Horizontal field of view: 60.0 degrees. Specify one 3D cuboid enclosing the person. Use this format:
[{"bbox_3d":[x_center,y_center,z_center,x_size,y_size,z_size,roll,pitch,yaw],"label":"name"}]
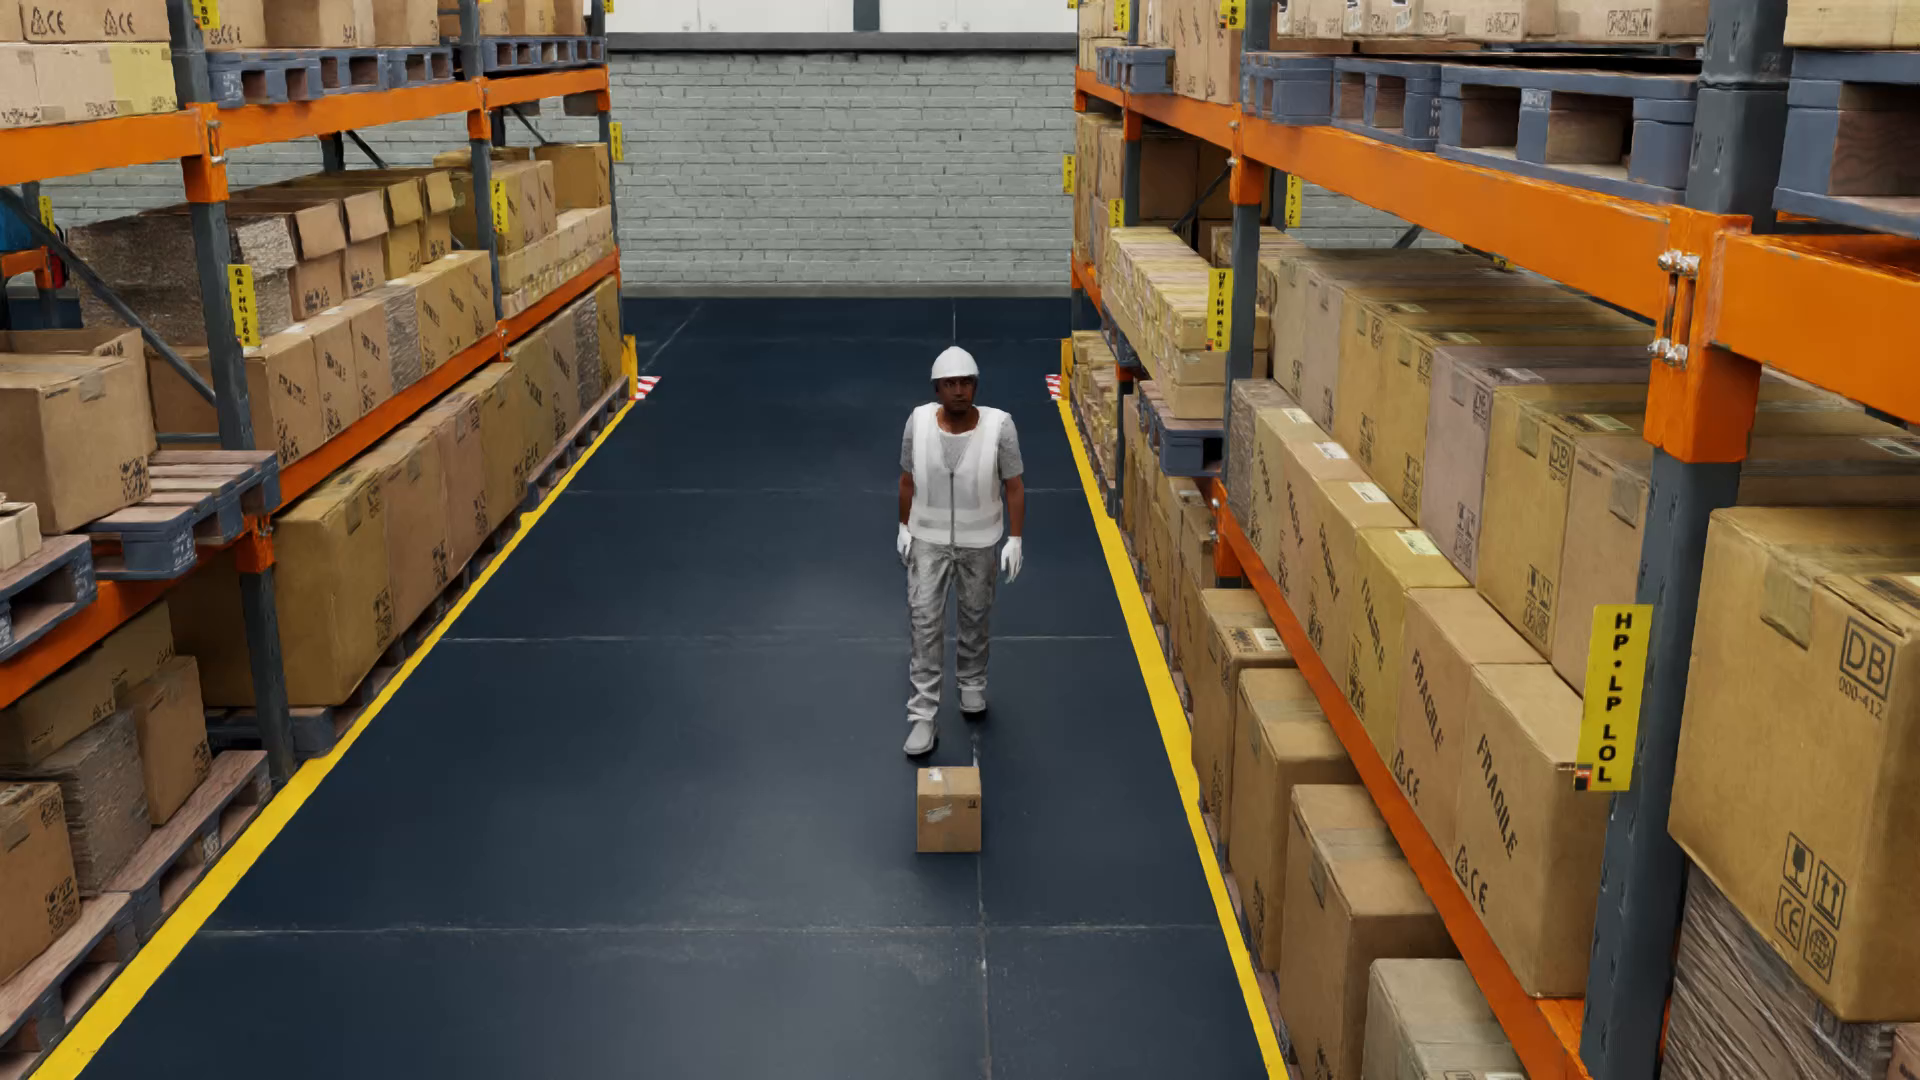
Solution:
[{"bbox_3d":[-0.007,0.014,7.424,0.578,1.758,0.783,1,17,2],"label":"person"}]
